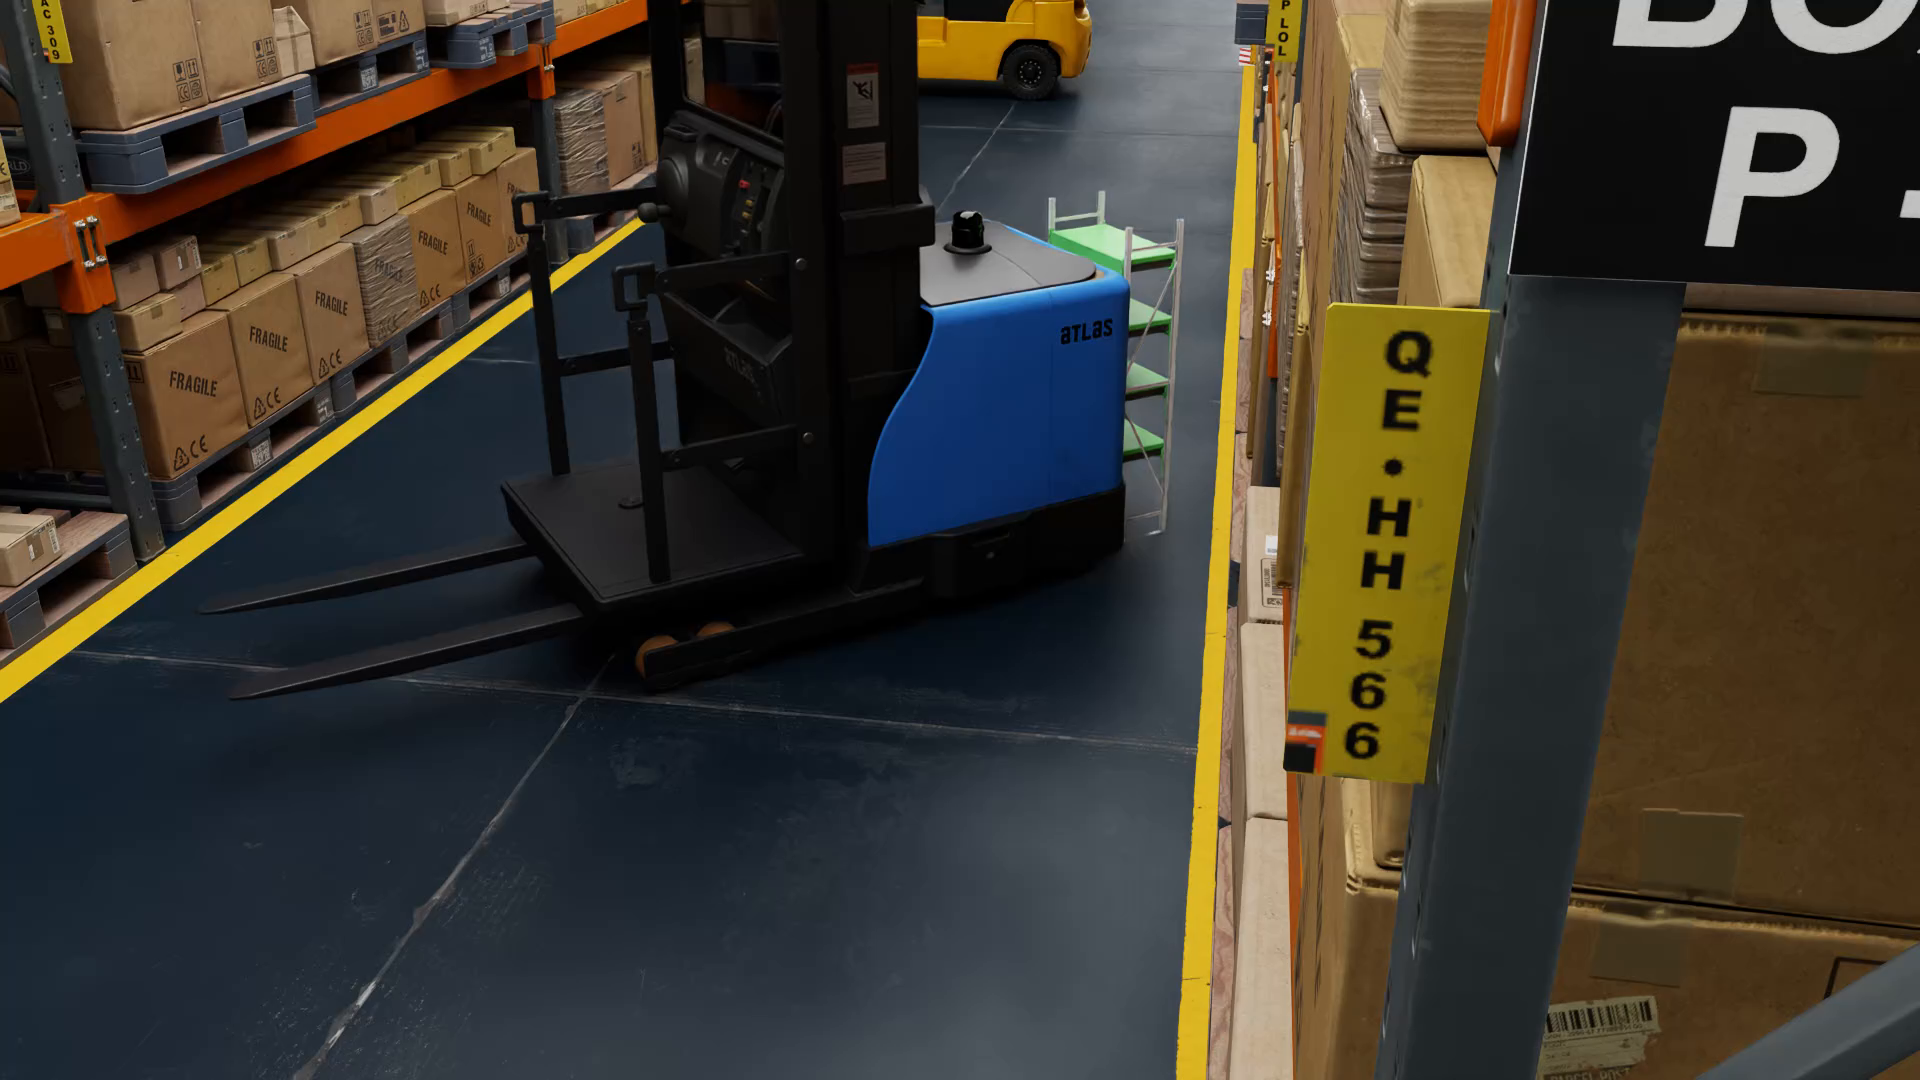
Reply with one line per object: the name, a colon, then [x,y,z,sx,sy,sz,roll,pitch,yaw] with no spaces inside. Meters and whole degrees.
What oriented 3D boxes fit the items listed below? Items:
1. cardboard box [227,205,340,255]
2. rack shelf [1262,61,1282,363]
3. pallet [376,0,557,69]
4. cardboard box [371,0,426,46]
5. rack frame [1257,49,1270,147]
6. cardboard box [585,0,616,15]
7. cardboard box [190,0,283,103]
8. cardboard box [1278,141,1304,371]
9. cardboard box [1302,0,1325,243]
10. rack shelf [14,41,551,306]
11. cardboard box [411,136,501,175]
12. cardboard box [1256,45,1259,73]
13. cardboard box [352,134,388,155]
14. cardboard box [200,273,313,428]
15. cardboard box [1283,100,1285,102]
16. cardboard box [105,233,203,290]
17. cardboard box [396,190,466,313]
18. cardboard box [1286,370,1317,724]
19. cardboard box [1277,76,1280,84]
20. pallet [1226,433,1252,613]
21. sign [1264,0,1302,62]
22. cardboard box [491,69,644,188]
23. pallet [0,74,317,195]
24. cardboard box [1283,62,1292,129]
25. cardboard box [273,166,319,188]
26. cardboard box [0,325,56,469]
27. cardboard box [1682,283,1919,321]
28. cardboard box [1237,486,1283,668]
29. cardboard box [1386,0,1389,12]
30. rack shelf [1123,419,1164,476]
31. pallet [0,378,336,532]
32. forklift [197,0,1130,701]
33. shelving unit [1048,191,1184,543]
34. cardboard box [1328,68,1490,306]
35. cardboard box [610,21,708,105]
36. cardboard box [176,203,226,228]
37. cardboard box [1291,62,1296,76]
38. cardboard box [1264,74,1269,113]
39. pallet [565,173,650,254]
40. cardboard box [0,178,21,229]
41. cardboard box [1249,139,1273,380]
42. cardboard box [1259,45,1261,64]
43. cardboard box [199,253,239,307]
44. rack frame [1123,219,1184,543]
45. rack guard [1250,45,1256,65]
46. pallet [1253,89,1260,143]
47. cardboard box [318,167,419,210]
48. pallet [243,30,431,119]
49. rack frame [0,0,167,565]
cardboard box: [-2.972,-1.363,7.311,0.380,0.149,0.250,5,26,10]
rack shelf: [1.780,-1.497,6.759,1.077,0.370,4.000,4,25,9]
pallet: [-2.832,-2.627,8.550,1.213,0.211,1.003,4,25,9]
cardboard box: [-2.875,-2.543,7.528,0.797,0.503,0.637,3,25,7]
rack frame: [2.760,-4.333,11.968,1.000,3.000,0.127,4,25,9]
cardboard box: [-2.390,-3.313,9.966,0.500,0.250,0.500,3,25,7]
cardboard box: [-3.060,-1.968,6.303,0.700,0.500,0.500,4,25,9]
cardboard box: [1.032,-0.644,3.969,0.500,0.500,0.500,4,25,9]
cardboard box: [0.953,-0.878,3.290,0.500,0.500,0.500,4,25,10]
rack shelf: [-3.118,-1.840,7.490,1.077,0.370,4.000,4,25,9]
cardboard box: [-2.636,-2.013,8.701,0.380,0.149,0.250,3,25,6]
cardboard box: [2.842,-4.190,14.411,0.500,0.250,0.500,6,26,12]
cardboard box: [-3.253,-2.048,8.775,0.380,0.149,0.250,5,26,10]
cardboard box: [-3.066,-0.797,6.868,0.500,0.500,0.500,4,25,8]
cardboard box: [1.463,-1.546,6.192,0.500,0.250,0.500,3,25,7]
cardboard box: [-3.128,-1.059,6.312,0.380,0.149,0.250,3,25,6]
cardboard box: [-2.823,-1.441,8.243,0.500,0.500,0.500,5,26,11]
cardboard box: [0.788,-0.004,2.602,0.500,0.500,0.500,5,26,10]
cardboard box: [1.712,-2.188,7.564,0.500,0.250,0.500,3,25,7]
pallet: [1.505,-0.052,6.111,1.003,0.211,1.213,4,25,9]
sign: [0.916,-1.509,4.663,0.100,0.325,0.005,4,25,9]
cardboard box: [-2.576,-2.650,10.680,0.875,0.625,0.625,5,26,10]
pallet: [-3.206,-1.569,6.289,1.003,0.211,1.213,4,25,9]
cardboard box: [1.360,-1.556,5.623,0.500,0.250,0.500,5,25,10]
cardboard box: [-3.346,-1.719,8.071,0.380,0.149,0.250,3,25,7]
cardboard box: [-3.656,-0.613,6.474,0.500,0.500,0.500,4,25,8]
cardboard box: [0.660,-0.270,1.225,0.380,0.149,0.250,4,25,9]
cardboard box: [1.244,0.239,4.729,0.875,0.438,0.875,4,25,8]
cardboard box: [0.815,-0.807,2.373,0.380,0.149,0.250,5,25,10]
rack shelf: [0.552,-0.367,6.334,0.258,0.148,0.480,-13,28,-27]
pallet: [-3.349,-0.409,6.875,1.003,0.211,1.213,4,25,9]
forklift: [-0.941,-1.112,5.169,3.031,2.935,1.130,-14,28,-27]
shelving unit: [0.553,-0.642,6.206,0.258,1.200,0.503,-13,28,-27]
cardboard box: [0.700,-0.251,1.950,0.500,0.500,0.500,4,25,9]
cardboard box: [-2.211,-3.571,12.646,0.875,0.625,0.625,5,26,11]
cardboard box: [-3.499,-1.399,7.389,0.380,0.149,0.250,4,25,9]
cardboard box: [1.278,-1.689,5.023,0.500,0.500,0.500,5,26,10]
cardboard box: [2.677,-3.113,11.967,0.950,0.372,0.625,4,25,9]
pallet: [-2.618,-2.081,10.446,1.003,0.211,1.213,4,25,9]
cardboard box: [-3.248,-1.064,5.282,0.380,0.149,0.250,4,25,9]
cardboard box: [1.762,-1.232,7.354,0.875,0.875,0.875,4,25,9]
cardboard box: [2.674,-4.096,13.326,0.500,0.500,0.500,4,25,9]
cardboard box: [-3.124,-1.042,6.625,0.380,0.149,0.250,3,25,6]
rack frame: [0.675,-0.552,6.014,0.240,1.200,0.015,-13,28,-27]
rack guard: [3.402,-4.842,16.004,1.175,0.500,0.348,4,25,9]
pallet: [2.835,-3.353,13.164,1.003,0.211,1.213,4,25,9]
cardboard box: [-2.850,-1.695,8.020,0.380,0.149,0.250,4,25,8]
pallet: [-3.104,-2.101,7.427,1.003,0.211,1.213,4,25,9]
rack frame: [-3.445,-1.329,5.551,1.000,3.000,0.127,4,25,9]
